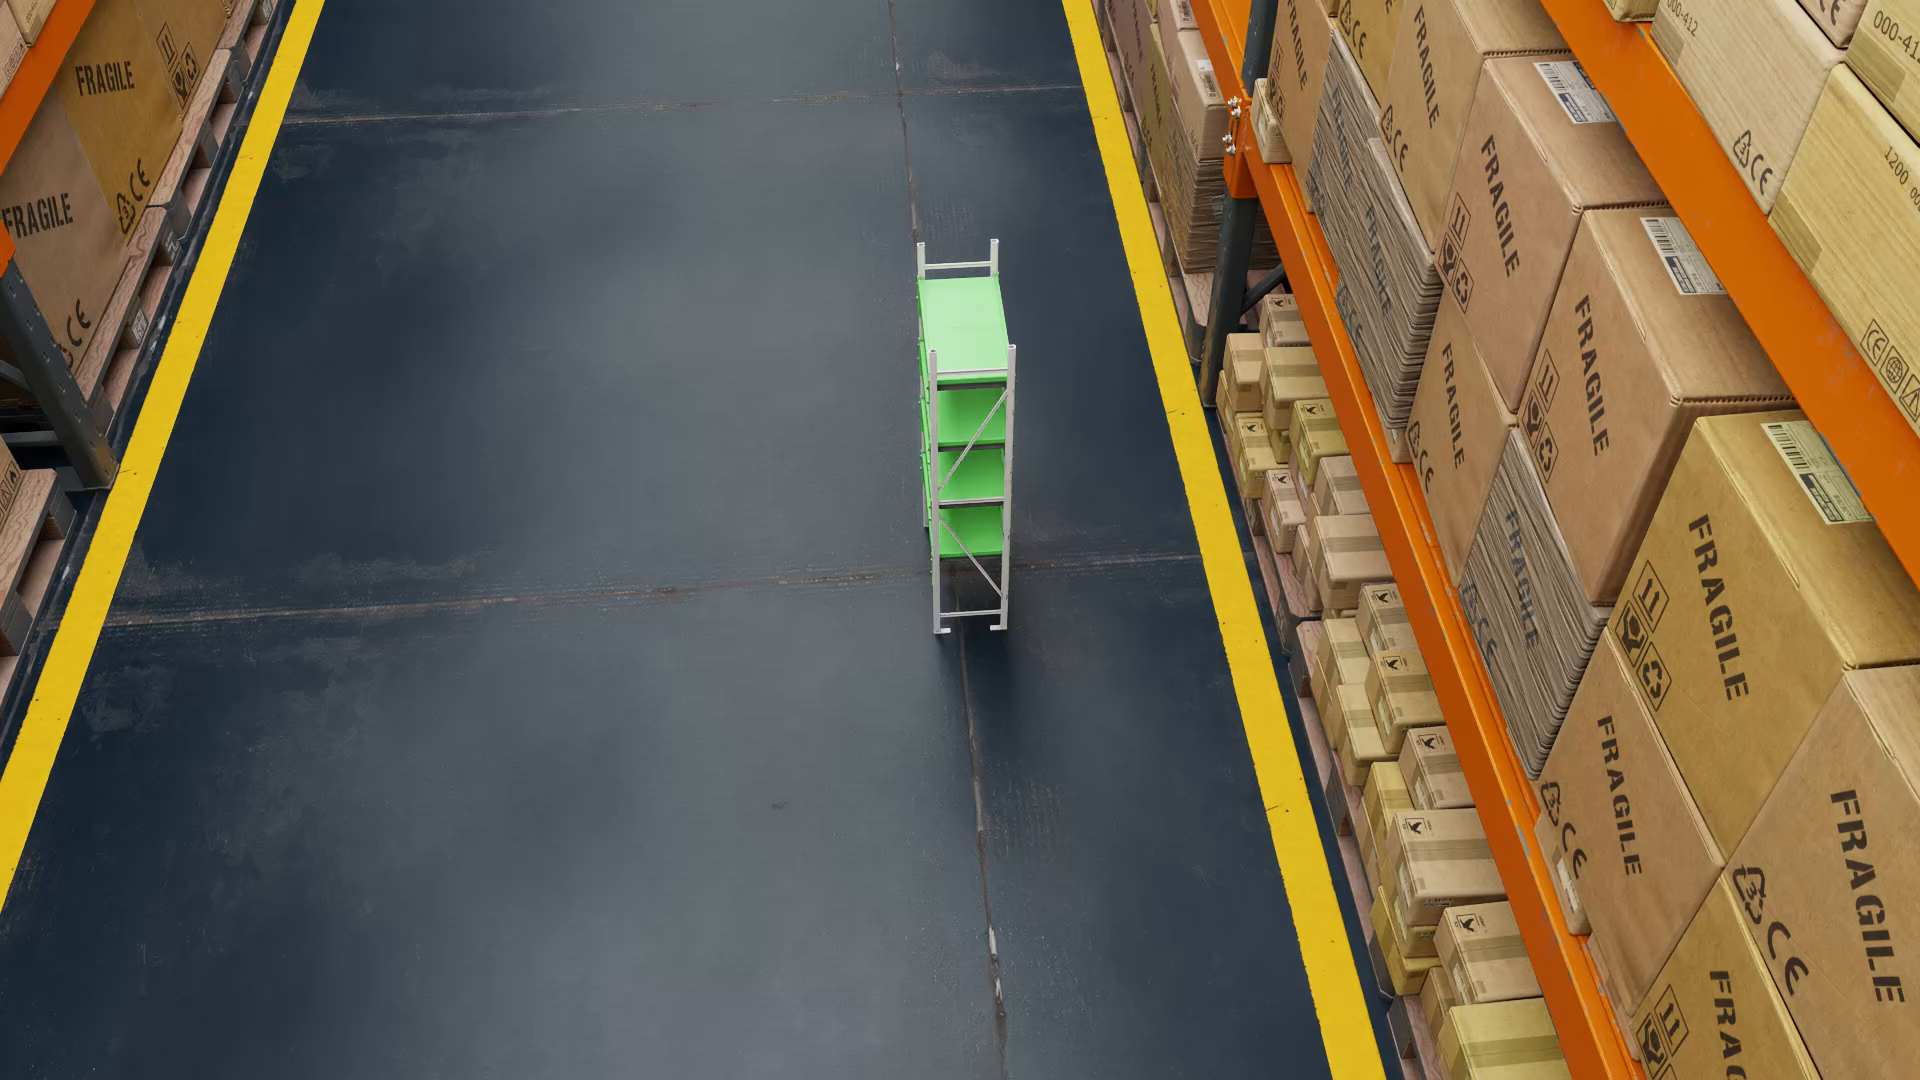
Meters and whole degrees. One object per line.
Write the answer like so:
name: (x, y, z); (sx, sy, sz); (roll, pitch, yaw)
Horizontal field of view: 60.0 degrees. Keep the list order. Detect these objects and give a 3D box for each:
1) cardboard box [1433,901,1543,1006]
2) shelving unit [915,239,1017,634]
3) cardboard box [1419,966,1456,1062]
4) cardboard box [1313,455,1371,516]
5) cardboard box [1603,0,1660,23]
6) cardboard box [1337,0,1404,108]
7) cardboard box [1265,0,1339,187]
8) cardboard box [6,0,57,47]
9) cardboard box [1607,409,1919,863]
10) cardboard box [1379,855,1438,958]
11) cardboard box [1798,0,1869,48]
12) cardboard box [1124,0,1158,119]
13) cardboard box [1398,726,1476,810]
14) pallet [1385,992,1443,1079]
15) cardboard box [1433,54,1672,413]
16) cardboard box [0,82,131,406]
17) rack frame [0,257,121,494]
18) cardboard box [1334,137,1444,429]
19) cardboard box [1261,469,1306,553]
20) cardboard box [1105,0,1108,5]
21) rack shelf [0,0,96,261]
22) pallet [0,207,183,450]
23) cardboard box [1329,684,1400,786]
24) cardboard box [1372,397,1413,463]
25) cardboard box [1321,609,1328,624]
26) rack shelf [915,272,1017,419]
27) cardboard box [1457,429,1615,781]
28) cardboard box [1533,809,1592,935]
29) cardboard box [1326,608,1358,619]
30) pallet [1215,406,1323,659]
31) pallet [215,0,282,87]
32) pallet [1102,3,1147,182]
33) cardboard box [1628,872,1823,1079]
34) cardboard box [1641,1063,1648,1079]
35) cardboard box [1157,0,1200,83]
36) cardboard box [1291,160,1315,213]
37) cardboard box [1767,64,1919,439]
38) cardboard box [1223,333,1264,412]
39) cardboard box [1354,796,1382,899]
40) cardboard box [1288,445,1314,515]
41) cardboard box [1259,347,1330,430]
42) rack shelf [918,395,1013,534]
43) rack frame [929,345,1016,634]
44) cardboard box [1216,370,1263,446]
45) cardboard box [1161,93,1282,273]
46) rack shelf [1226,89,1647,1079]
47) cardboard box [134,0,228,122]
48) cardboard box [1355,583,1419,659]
cardboard box: (1.371, 1.008, 3.994); (0.380, 0.149, 0.250); (-5, 47, -5)
shelving unit: (0.014, -0.293, 5.201); (0.258, 1.200, 0.503); (-3, 47, -3)
cardboard box: (1.394, 1.214, 4.209); (0.380, 0.149, 0.250); (-3, 47, -3)
cardboard box: (1.304, -0.130, 5.072); (0.380, 0.149, 0.250); (-5, 47, -4)
cardboard box: (1.294, -1.105, 2.767); (0.500, 0.250, 0.500); (-2, 47, -2)
cardboard box: (1.257, -1.359, 4.009); (0.500, 0.500, 0.500); (-5, 47, -4)
cardboard box: (1.194, -1.357, 4.695); (0.500, 0.500, 0.500); (-4, 47, -4)
cardboard box: (-3.340, -1.877, 5.565); (0.500, 0.250, 0.500); (-5, 47, -4)
cardboard box: (1.410, 0.137, 2.592); (0.500, 0.500, 0.500); (-5, 47, -5)
cardboard box: (1.308, 0.920, 4.283); (0.380, 0.149, 0.250); (-3, 47, -3)
cardboard box: (1.362, -0.910, 2.239); (0.500, 0.250, 0.500); (-3, 47, -3)
cardboard box: (1.009, -2.141, 7.145); (0.500, 0.500, 0.500); (-4, 47, -4)
cardboard box: (1.381, 0.619, 4.362); (0.380, 0.149, 0.250); (-5, 47, -5)
pallet: (1.699, 1.614, 4.076); (1.003, 0.211, 1.213); (-3, 47, -3)
cardboard box: (1.310, -0.621, 3.310); (0.500, 0.500, 0.500); (-5, 47, -5)
cardboard box: (-3.653, -1.077, 5.878); (0.875, 0.875, 0.875); (-2, 47, -2)
rack frame: (-3.521, -1.220, 4.839); (1.000, 3.000, 0.127); (-3, 47, -3)
cardboard box: (1.248, -0.633, 4.009); (0.500, 0.500, 0.500); (-4, 47, -4)
cardboard box: (1.208, -0.106, 5.458); (0.380, 0.149, 0.250); (-4, 47, -3)
cardboard box: (0.919, -2.882, 7.846); (0.500, 0.500, 0.500); (-3, 47, -3)
rack shelf: (-3.688, -2.419, 6.471); (1.077, 0.370, 4.000); (-3, 47, -3)
pallet: (-3.661, -0.815, 6.376); (1.003, 0.211, 1.213); (-3, 47, -3)
cardboard box: (1.254, 0.535, 4.646); (0.380, 0.149, 0.250); (-3, 47, -3)
cardboard box: (1.260, -0.333, 4.172); (0.380, 0.149, 0.250); (-2, 47, -2)
cardboard box: (1.337, 0.267, 5.105); (0.380, 0.149, 0.250); (-5, 47, -5)
rack shelf: (0.014, -0.579, 4.899); (0.258, 0.148, 0.480); (-3, 47, -3)
cardboard box: (1.354, 0.115, 3.301); (0.500, 0.500, 0.500); (-3, 47, -3)
cardboard box: (1.365, 0.622, 3.268); (0.380, 0.149, 0.250); (-2, 47, -2)
cardboard box: (1.301, 0.169, 4.993); (0.380, 0.149, 0.250); (-2, 47, -1)
pallet: (1.495, -0.151, 5.748); (1.003, 0.211, 1.213); (-3, 47, -3)
pallet: (-3.865, -2.580, 8.048); (1.003, 0.211, 1.213); (-3, 47, -3)
pallet: (1.231, -2.083, 7.577); (1.003, 0.211, 1.213); (-3, 47, -3)
cardboard box: (1.444, 0.854, 2.601); (0.500, 0.500, 0.500); (-3, 47, -2)
cardboard box: (1.446, 0.986, 2.924); (0.380, 0.149, 0.250); (-4, 47, -3)
cardboard box: (1.059, -2.033, 6.525); (0.500, 0.250, 0.500); (-1, 47, -1)
cardboard box: (1.197, -1.100, 4.899); (0.380, 0.149, 0.250); (-2, 47, -2)
cardboard box: (1.386, -0.361, 2.064); (0.500, 0.250, 0.500); (-3, 47, -3)
cardboard box: (1.115, -0.578, 5.701); (0.380, 0.149, 0.250); (-2, 47, -1)
cardboard box: (1.307, 0.834, 4.568); (0.380, 0.149, 0.250); (-3, 47, -3)
cardboard box: (1.282, -0.227, 5.368); (0.380, 0.149, 0.250); (-4, 47, -4)
cardboard box: (1.190, -0.498, 5.420); (0.380, 0.149, 0.250); (-1, 47, -1)
rack shelf: (0.014, -0.249, 5.247); (0.258, 0.148, 0.480); (-3, 47, -3)
rack frame: (0.034, -0.116, 5.034); (0.240, 1.200, 0.015); (-3, 47, -3)
cardboard box: (1.114, -0.475, 5.808); (0.380, 0.149, 0.250); (-5, 47, -5)
cardboard box: (1.090, -1.399, 6.441); (0.500, 0.500, 0.500); (-4, 47, -4)
rack shelf: (1.571, 0.101, 4.084); (1.077, 0.370, 4.000); (-3, 47, -3)
cardboard box: (-3.810, -2.377, 7.110); (0.875, 0.875, 0.875); (-3, 47, -3)
cardboard box: (1.349, 0.251, 4.711); (0.380, 0.149, 0.250); (-5, 47, -5)
